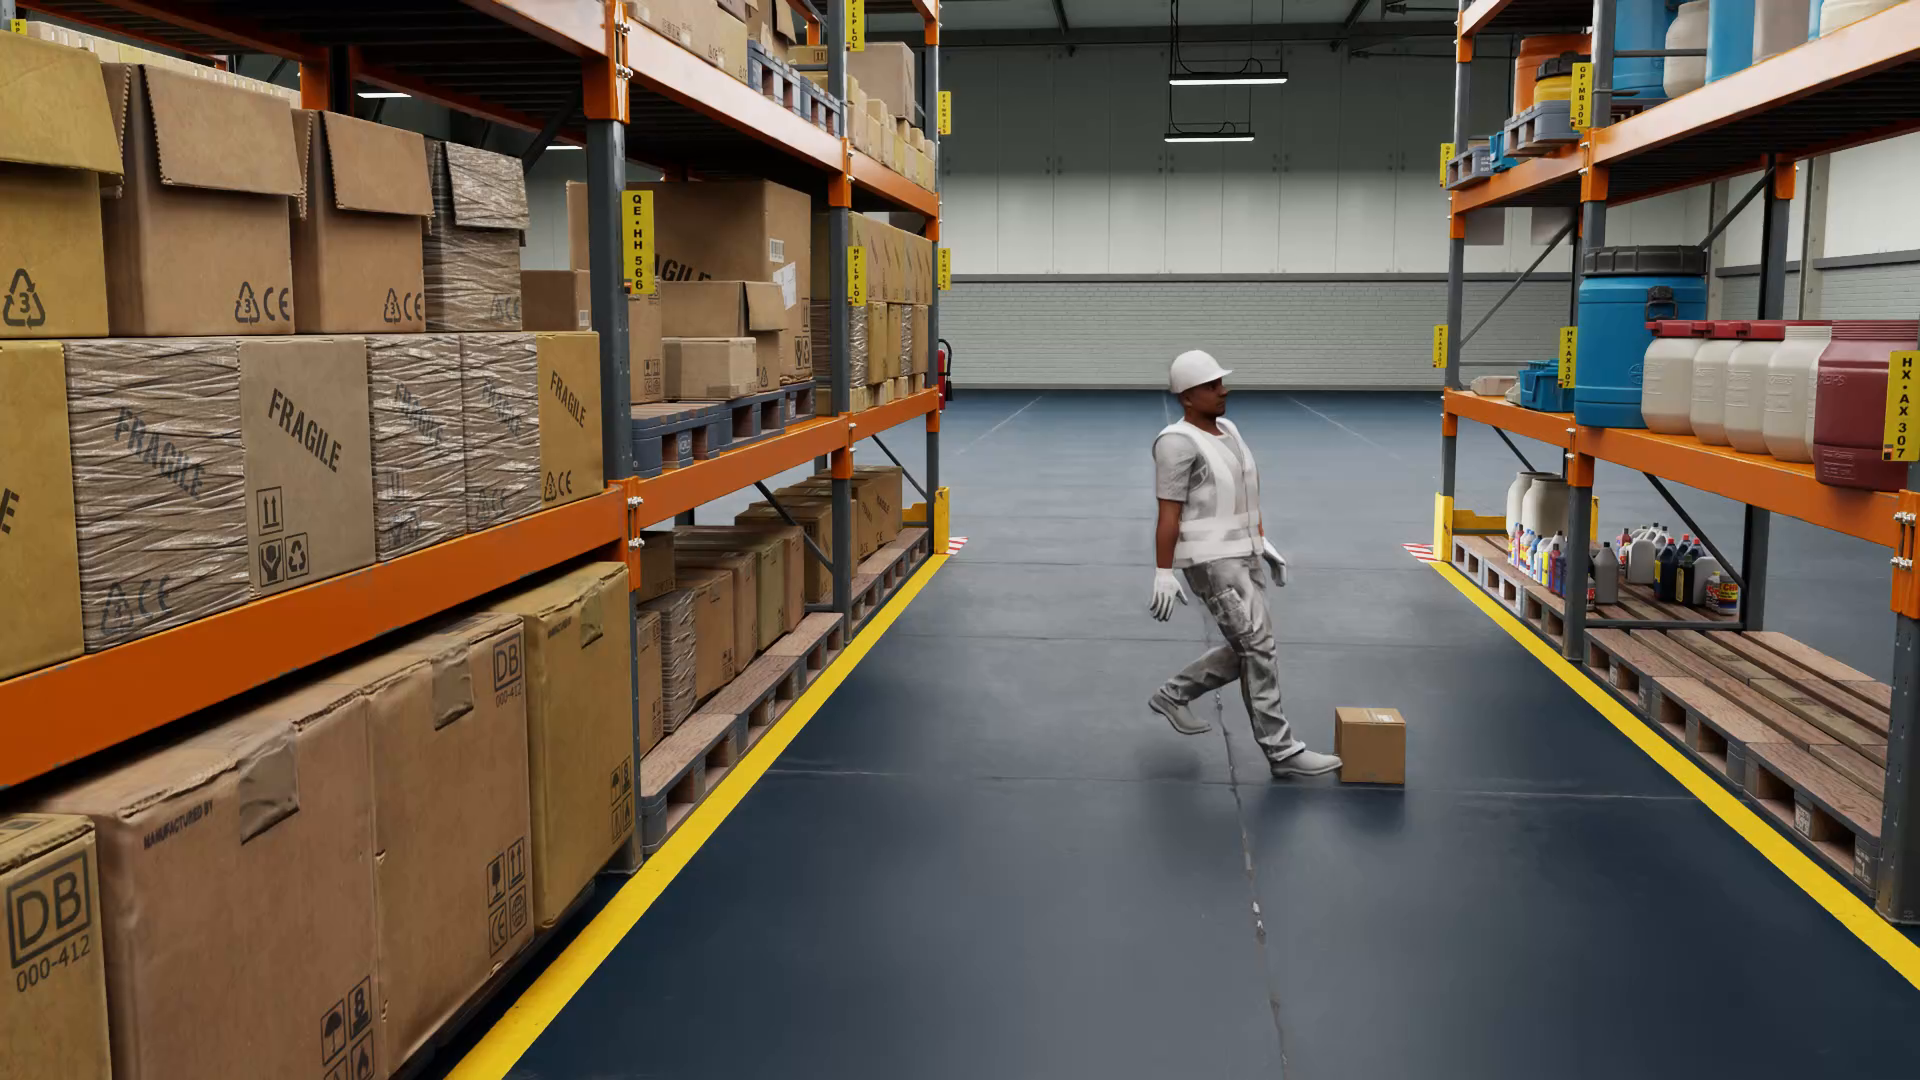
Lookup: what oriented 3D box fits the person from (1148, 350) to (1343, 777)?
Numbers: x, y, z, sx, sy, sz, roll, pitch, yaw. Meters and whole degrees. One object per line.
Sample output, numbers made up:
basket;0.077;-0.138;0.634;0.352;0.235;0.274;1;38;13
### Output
person;1.167;0.085;6.813;0.922;1.717;0.620;5;9;34
